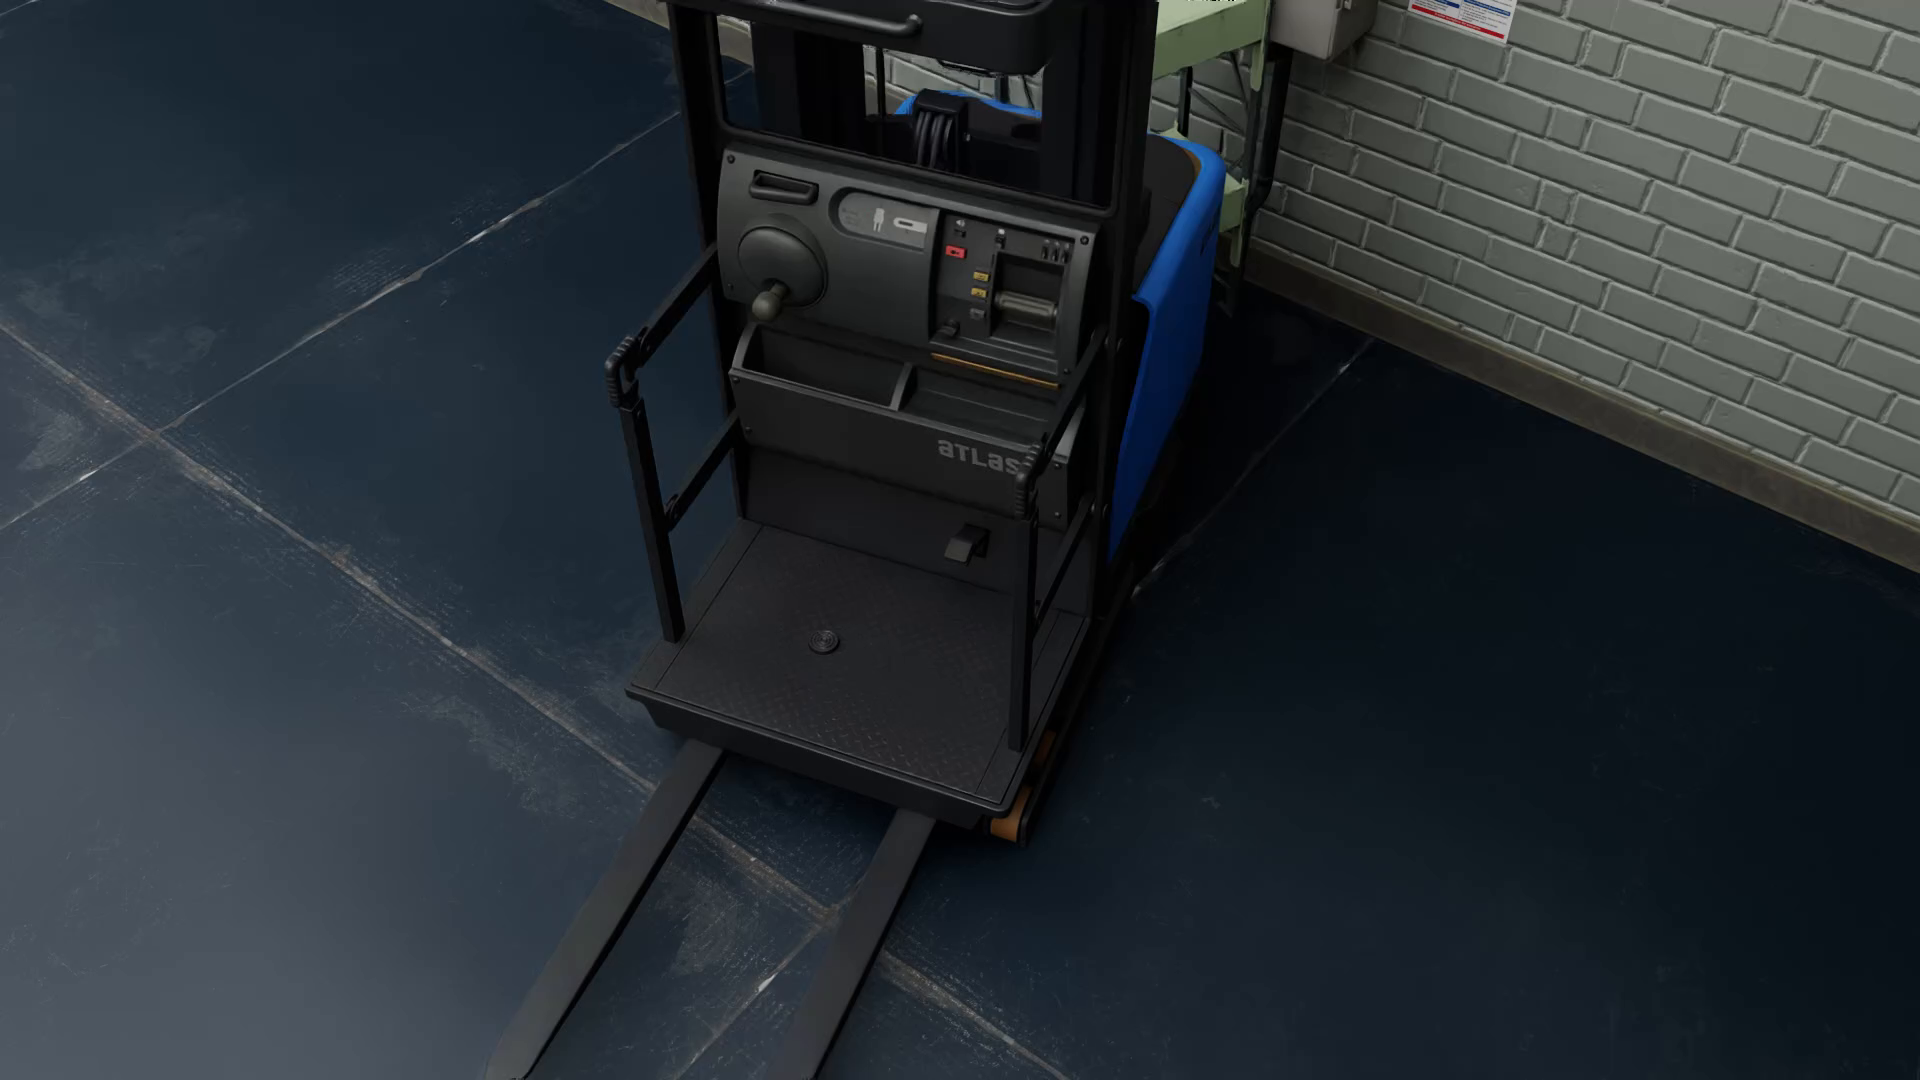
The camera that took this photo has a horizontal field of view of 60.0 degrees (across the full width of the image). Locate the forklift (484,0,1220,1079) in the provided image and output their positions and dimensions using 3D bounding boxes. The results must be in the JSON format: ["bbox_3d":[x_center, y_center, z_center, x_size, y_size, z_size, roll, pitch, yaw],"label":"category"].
[{"bbox_3d":[-0.241,-0.493,3.755,1.107,2.843,2.937,16,48,15],"label":"forklift"}]

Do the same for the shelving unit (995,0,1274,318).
[{"bbox_3d":[0.546,-1.279,5.441,0.755,1.500,0.400,-25,52,-18],"label":"shelving unit"}]

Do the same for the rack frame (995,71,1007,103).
[{"bbox_3d":[0.231,-1.132,5.327,0.023,1.500,0.400,-25,52,-18],"label":"rack frame"}]

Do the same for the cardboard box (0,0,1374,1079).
[{"bbox_3d":[-4.927,1.261,2.974,6.103,1.550,13.522,28,53,24],"label":"cardboard box"}]

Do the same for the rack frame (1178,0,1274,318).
[{"bbox_3d":[0.862,-1.427,5.555,0.023,1.500,0.400,-25,52,-18],"label":"rack frame"}]

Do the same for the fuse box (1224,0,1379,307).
[{"bbox_3d":[0.998,-1.426,5.429,0.539,1.711,0.414,29,53,25],"label":"fuse box"}]
